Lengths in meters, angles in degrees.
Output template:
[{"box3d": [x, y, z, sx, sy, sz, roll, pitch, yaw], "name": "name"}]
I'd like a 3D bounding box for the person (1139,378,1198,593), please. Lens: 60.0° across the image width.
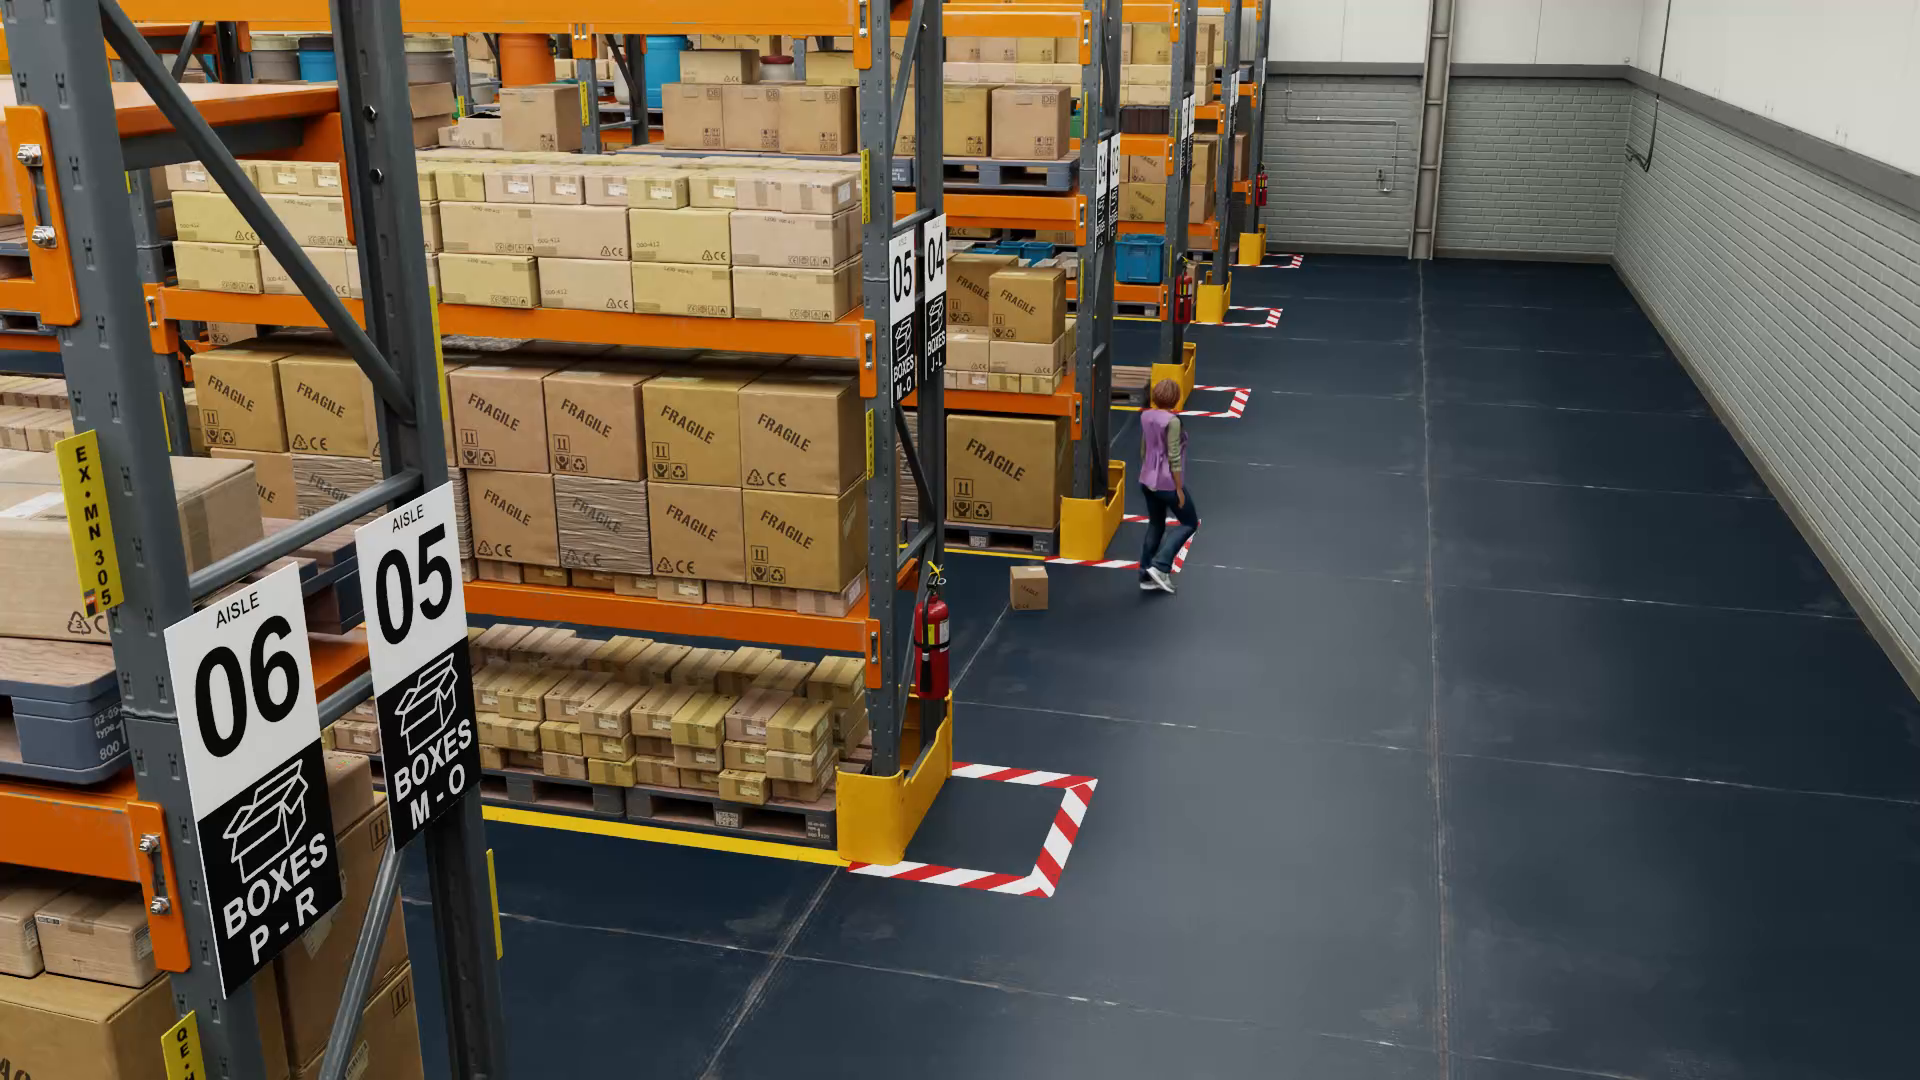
[{"box3d": [1.505, -0.396, 12.167, 0.395, 1.592, 0.464, -12, 22, -31], "name": "person"}]
